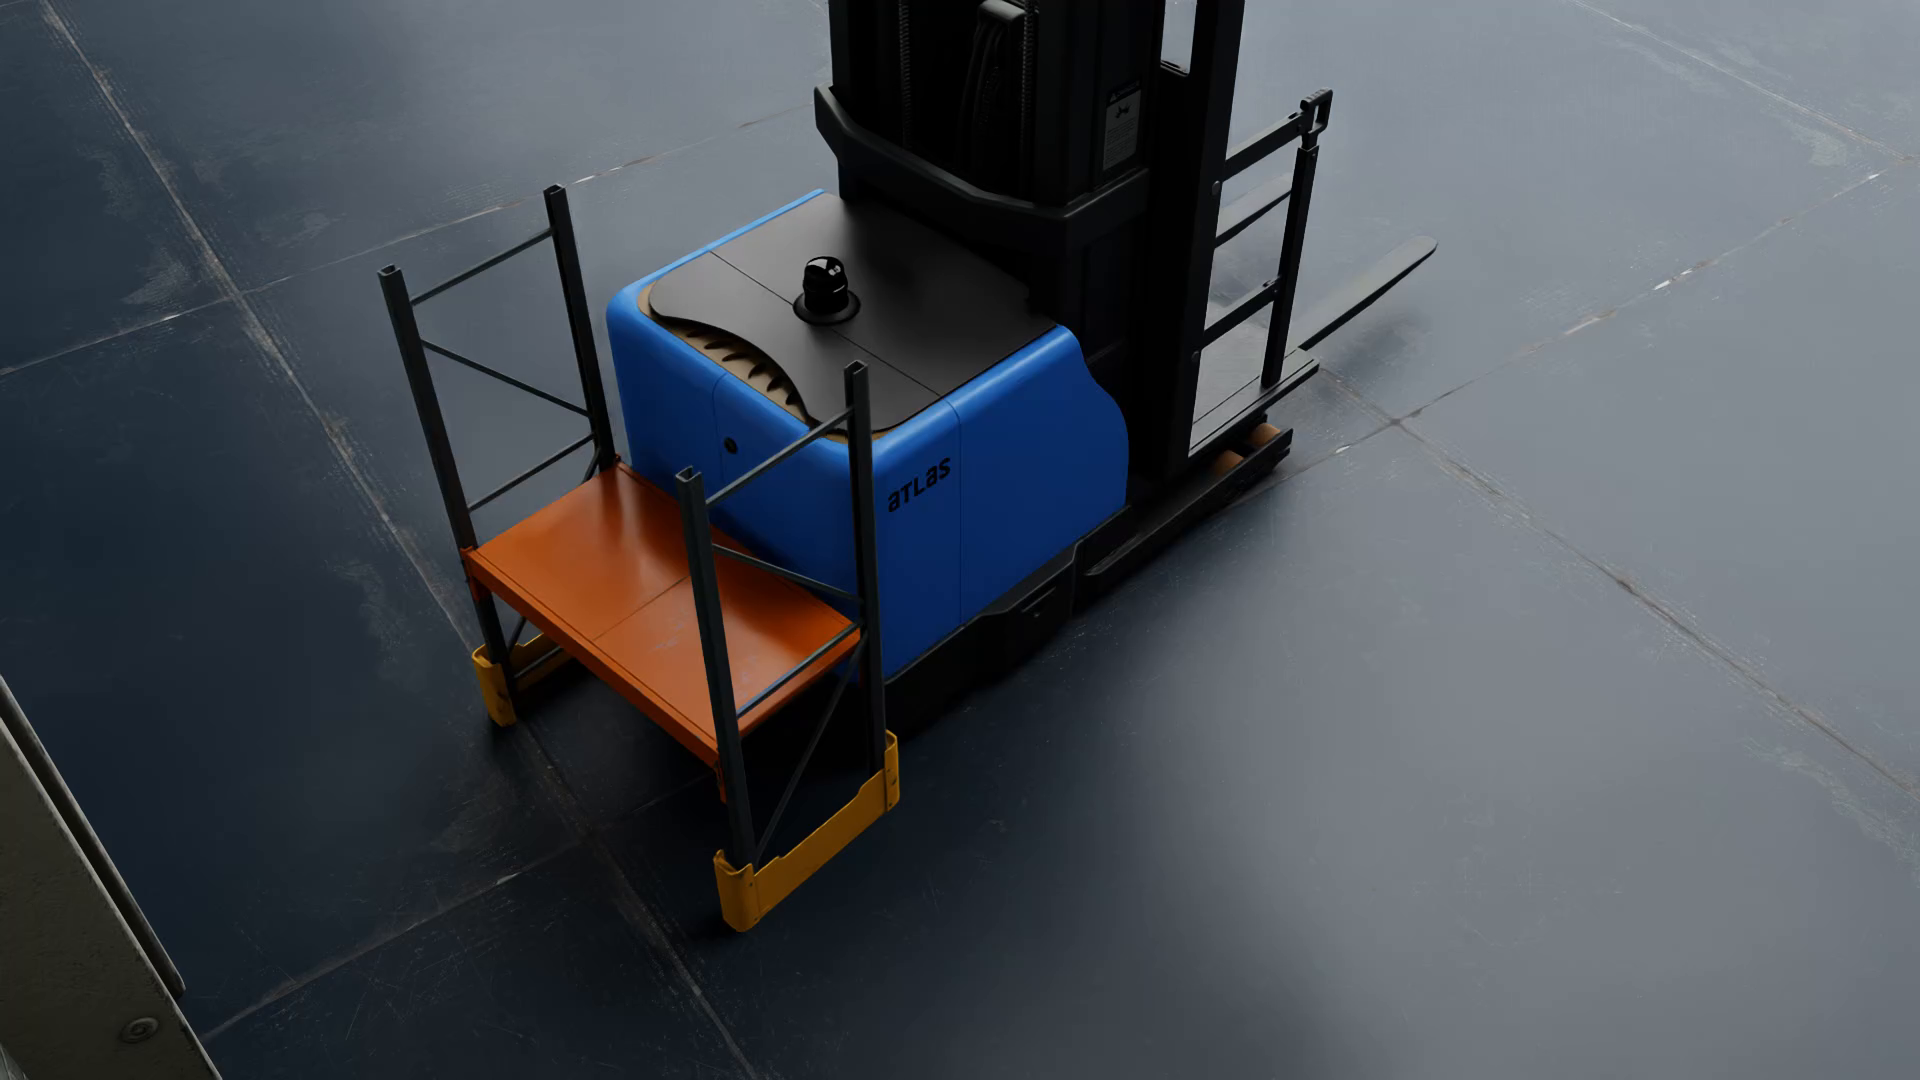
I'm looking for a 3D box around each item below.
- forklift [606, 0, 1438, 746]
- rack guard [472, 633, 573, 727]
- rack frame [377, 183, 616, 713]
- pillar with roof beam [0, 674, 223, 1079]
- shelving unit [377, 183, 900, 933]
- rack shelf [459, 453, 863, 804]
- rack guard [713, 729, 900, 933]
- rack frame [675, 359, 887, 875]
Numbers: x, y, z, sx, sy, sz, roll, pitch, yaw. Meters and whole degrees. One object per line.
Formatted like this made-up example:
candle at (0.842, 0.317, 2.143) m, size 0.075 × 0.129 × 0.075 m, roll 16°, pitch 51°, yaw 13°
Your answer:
forklift at (0.443, -1.409, 4.603) m, size 1.130 × 2.935 × 3.031 m, roll 34°, pitch 53°, yaw 31°
rack guard at (-1.117, 0.275, 4.780) m, size 0.087 × 0.250 × 0.587 m, roll 32°, pitch 52°, yaw 29°
rack frame at (-1.119, -0.177, 4.349) m, size 0.032 × 1.500 × 0.500 m, roll 32°, pitch 52°, yaw 29°
pillar with roof beam at (1.583, -3.706, 2.615) m, size 9.100 × 9.000 × 0.400 m, roll -26°, pitch 49°, yaw -24°
shelving unit at (-0.751, 0.056, 4.104) m, size 1.083 × 1.500 × 0.587 m, roll 32°, pitch 52°, yaw 29°
rack shelf at (-0.744, 0.190, 4.224) m, size 1.000 × 0.185 × 0.538 m, roll 32°, pitch 52°, yaw 29°
rack guard at (-0.384, 0.741, 4.293) m, size 0.087 × 0.250 × 0.587 m, roll 32°, pitch 52°, yaw 29°
rack frame at (-0.370, 0.298, 3.851) m, size 0.032 × 1.500 × 0.500 m, roll 32°, pitch 52°, yaw 29°
